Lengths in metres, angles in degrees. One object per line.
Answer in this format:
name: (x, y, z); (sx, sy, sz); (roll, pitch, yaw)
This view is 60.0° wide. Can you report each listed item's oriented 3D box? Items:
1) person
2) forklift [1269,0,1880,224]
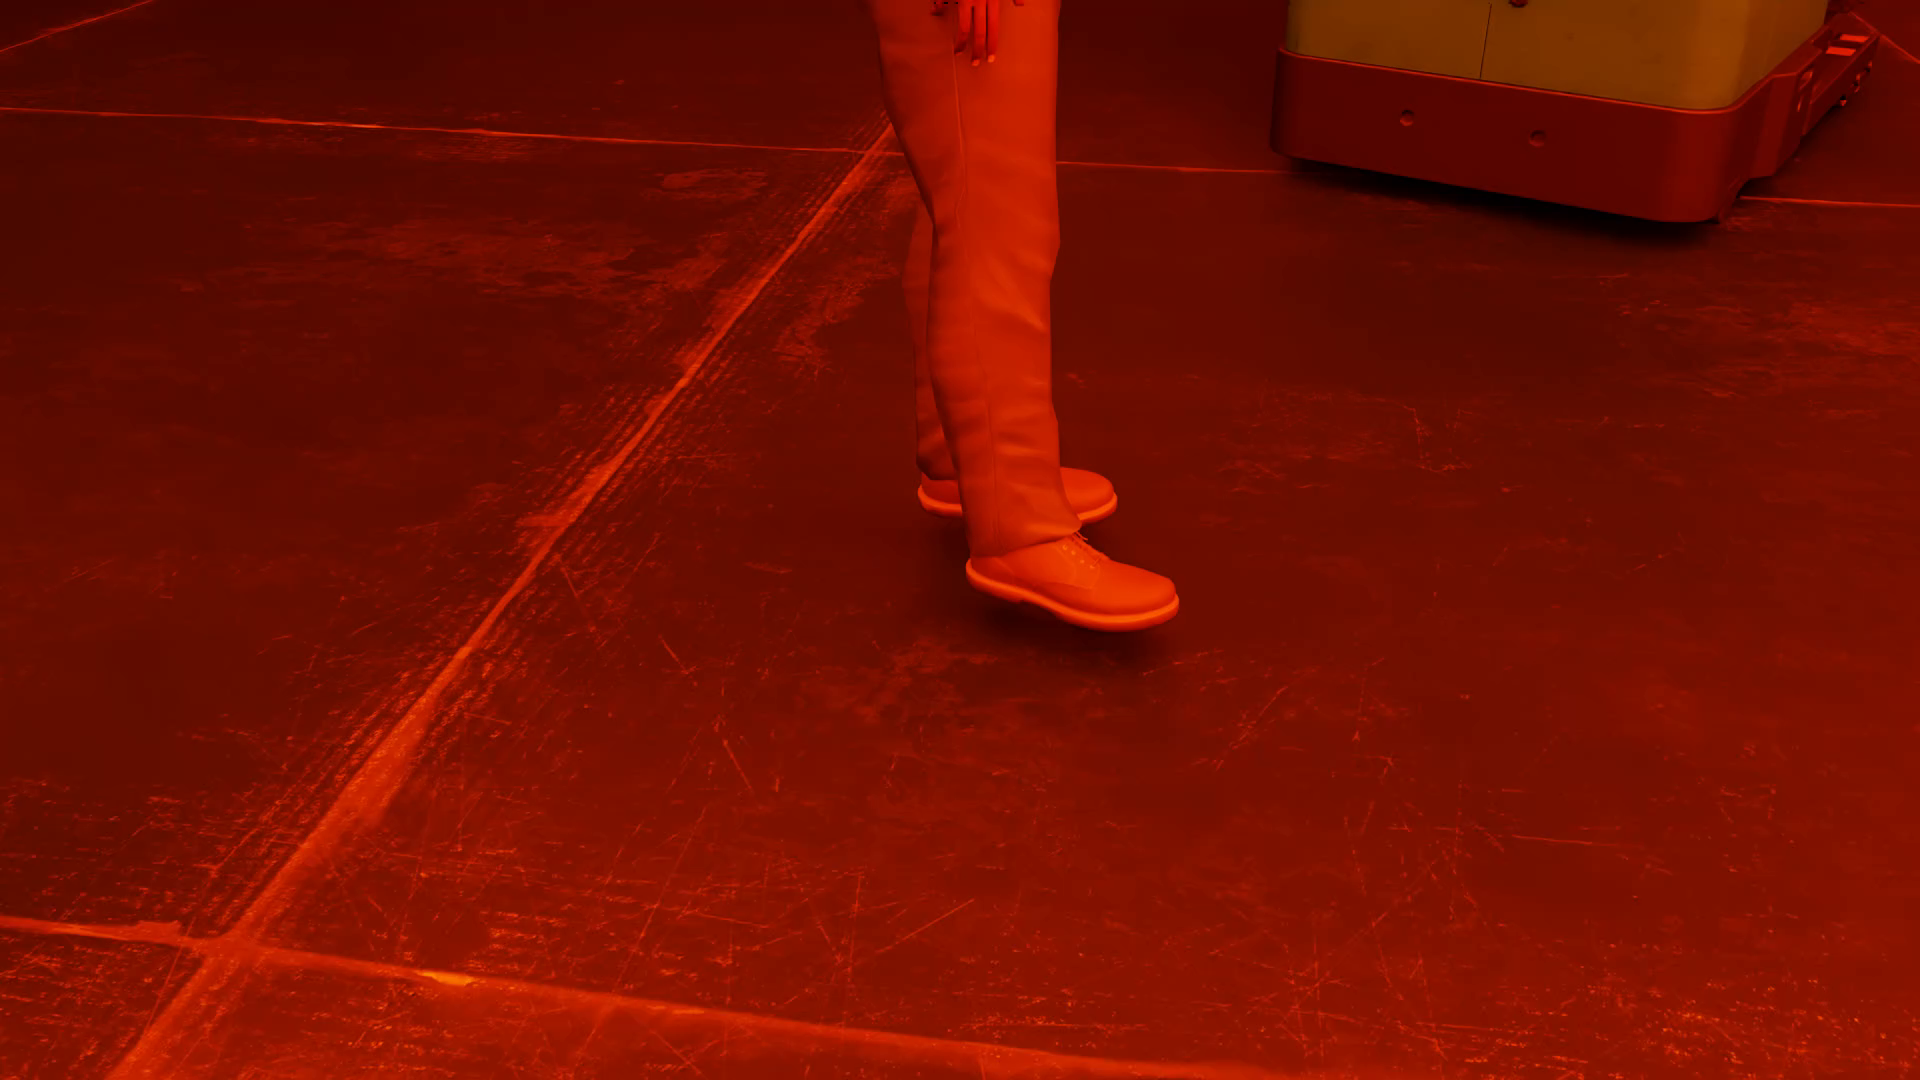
person: (0.083, -0.748, 2.046); (0.503, 1.655, 0.570); (5, 29, 9)
forklift: (2.018, -2.628, 4.218); (1.130, 2.935, 3.031); (19, 34, 30)
